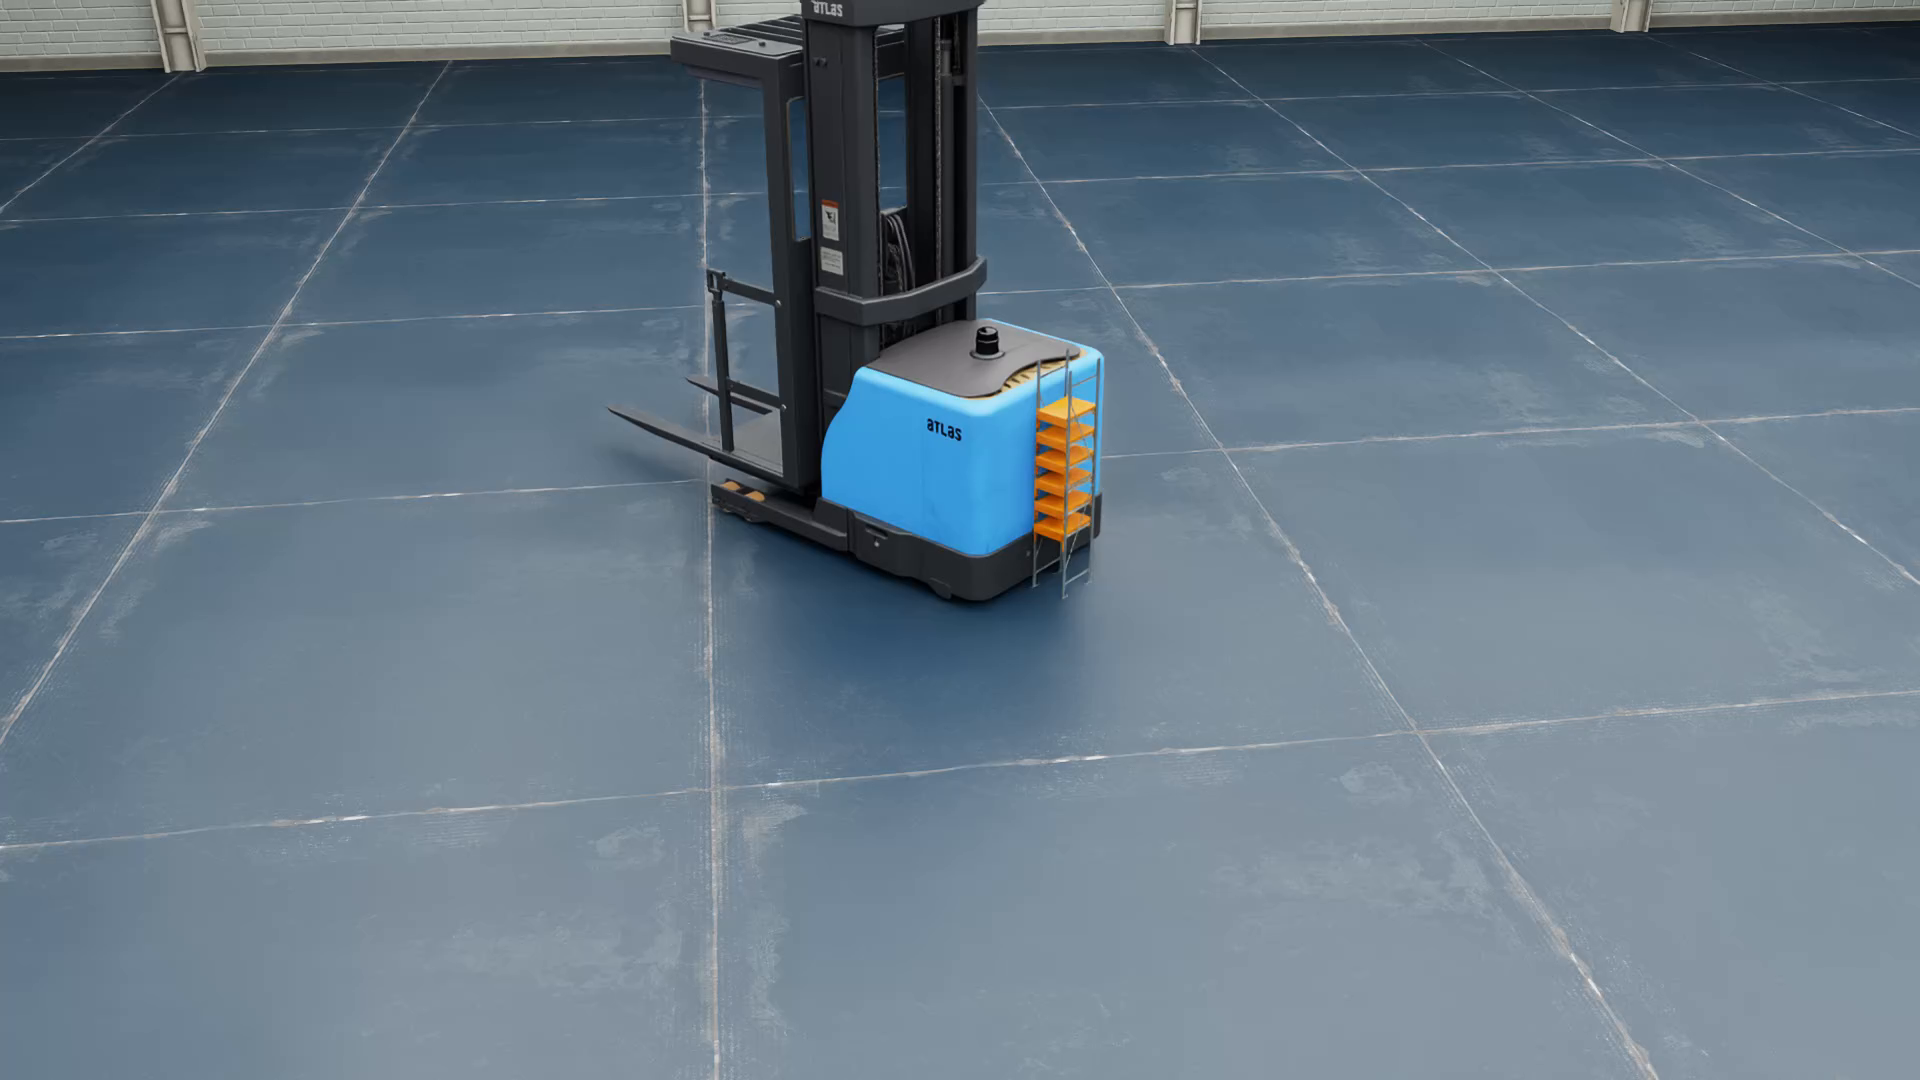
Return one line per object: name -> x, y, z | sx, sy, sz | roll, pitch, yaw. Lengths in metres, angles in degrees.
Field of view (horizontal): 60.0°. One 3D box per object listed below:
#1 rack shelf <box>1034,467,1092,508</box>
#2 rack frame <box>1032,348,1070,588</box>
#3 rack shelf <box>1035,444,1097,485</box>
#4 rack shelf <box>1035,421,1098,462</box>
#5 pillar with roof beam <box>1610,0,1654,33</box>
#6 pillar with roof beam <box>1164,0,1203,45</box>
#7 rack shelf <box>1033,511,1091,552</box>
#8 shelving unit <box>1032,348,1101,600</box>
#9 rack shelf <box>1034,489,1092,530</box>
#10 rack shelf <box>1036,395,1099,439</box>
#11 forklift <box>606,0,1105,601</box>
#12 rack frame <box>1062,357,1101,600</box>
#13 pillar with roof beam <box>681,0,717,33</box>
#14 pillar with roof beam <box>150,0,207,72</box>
rack shelf -> 0.510, -0.268, 8.055 | 0.180, 0.103, 0.258 | 21, 34, 35
rack frame -> 0.440, -0.335, 8.088 | 0.006, 1.200, 0.240 | 21, 34, 35
rack shelf -> 0.510, -0.375, 8.000 | 0.180, 0.103, 0.258 | 21, 34, 35
rack shelf -> 0.510, -0.481, 7.946 | 0.180, 0.103, 0.258 | 21, 34, 35
pillar with roof beam -> 9.342, -8.729, 15.905 | 0.400, 9.000, 9.100 | -4, 27, -7
pillar with roof beam -> 3.401, -8.348, 15.161 | 0.400, 9.000, 9.100 | -4, 27, -7
rack shelf -> 0.510, -0.054, 8.165 | 0.180, 0.103, 0.258 | 21, 34, 35
shelving unit -> 0.510, -0.307, 8.035 | 0.189, 1.200, 0.258 | 21, 34, 35
rack shelf -> 0.510, -0.161, 8.110 | 0.180, 0.103, 0.258 | 21, 34, 35
rack shelf -> 0.510, -0.588, 7.891 | 0.180, 0.103, 0.258 | 21, 34, 35
forklift -> -0.716, -1.557, 8.575 | 3.031, 2.935, 1.130 | 21, 34, 35
rack frame -> 0.579, -0.280, 7.982 | 0.006, 1.200, 0.240 | 21, 34, 35
pillar with roof beam -> -2.541, -7.966, 14.418 | 0.400, 9.000, 9.100 | -4, 27, -7
pillar with roof beam -> -8.482, -7.584, 13.674 | 0.400, 9.000, 9.100 | -4, 27, -7
